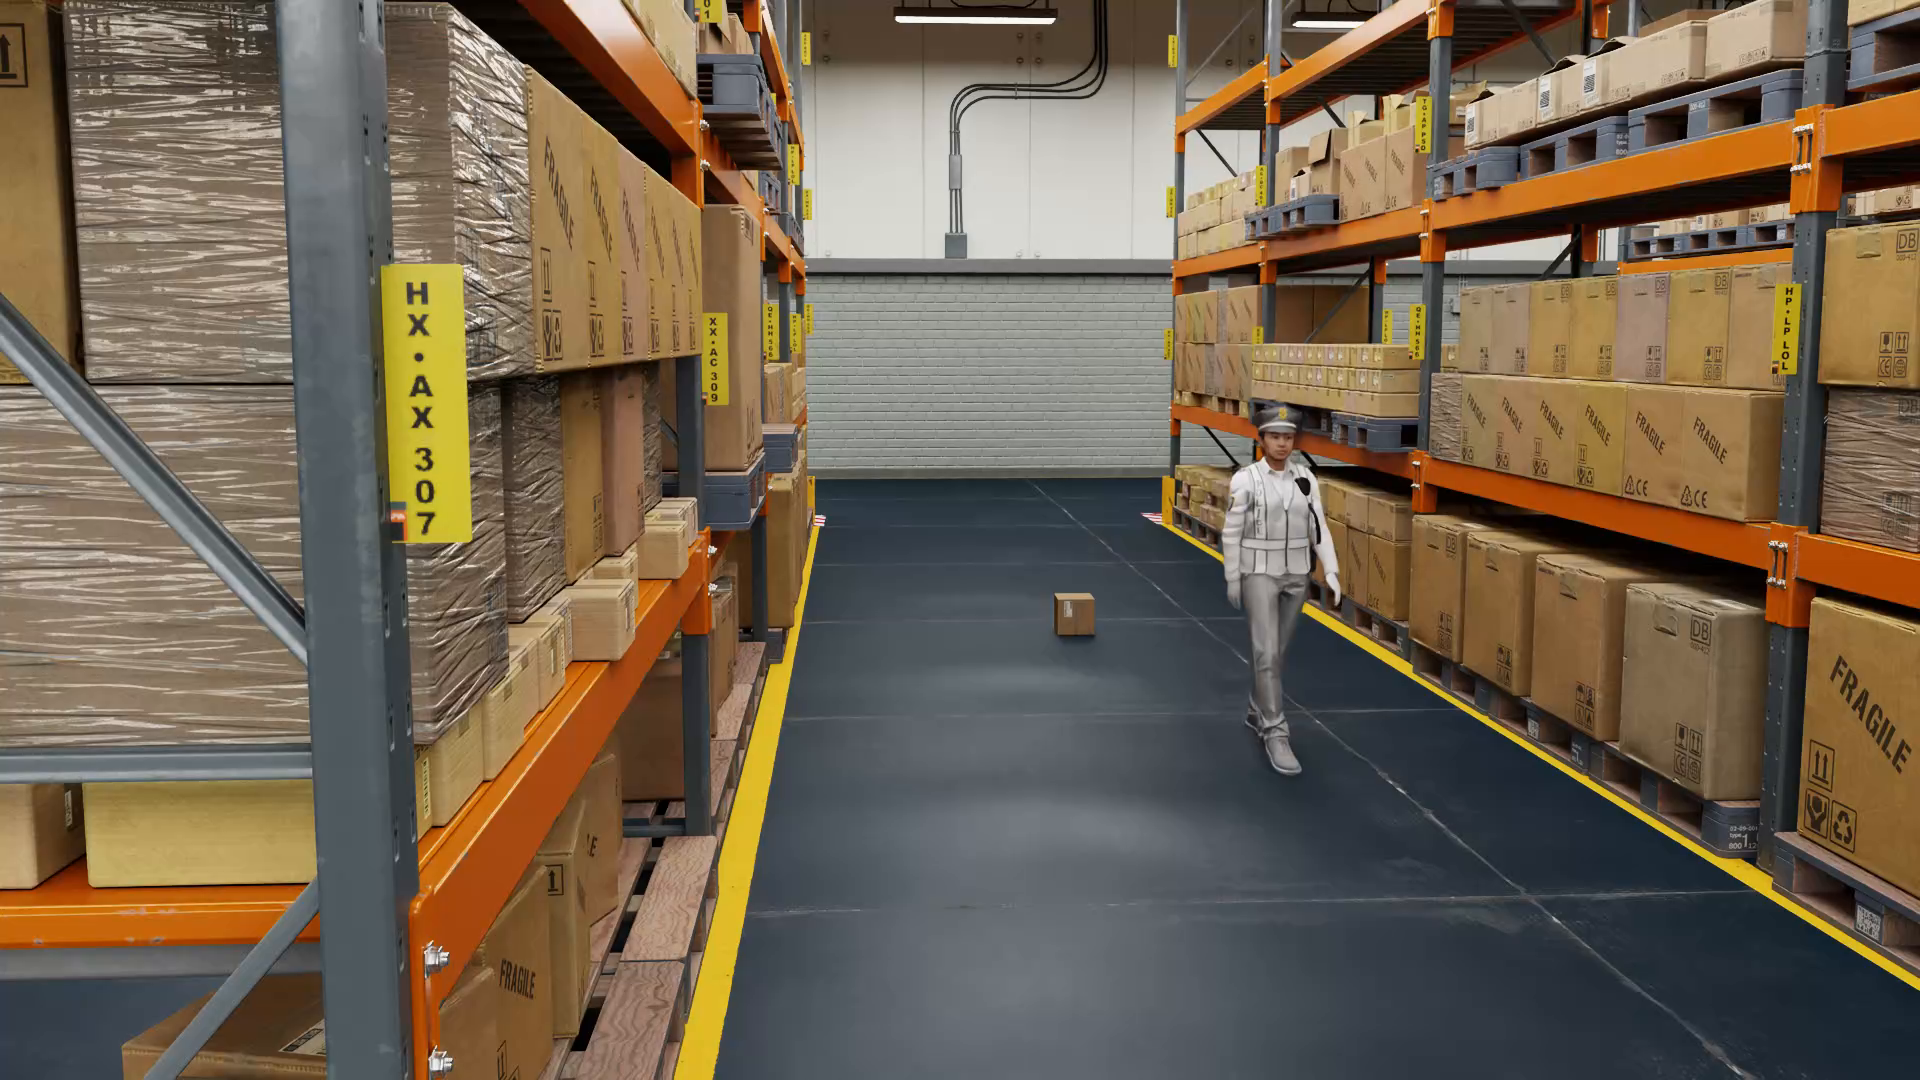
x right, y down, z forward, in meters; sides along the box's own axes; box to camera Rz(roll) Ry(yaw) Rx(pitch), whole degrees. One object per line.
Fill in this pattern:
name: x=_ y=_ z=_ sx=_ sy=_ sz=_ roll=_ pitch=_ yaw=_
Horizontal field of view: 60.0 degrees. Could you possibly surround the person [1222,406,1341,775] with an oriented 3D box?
person: x=1.563 y=0.197 z=7.980 sx=0.493 sy=1.675 sz=0.849 roll=-2 pitch=7 yaw=-15
